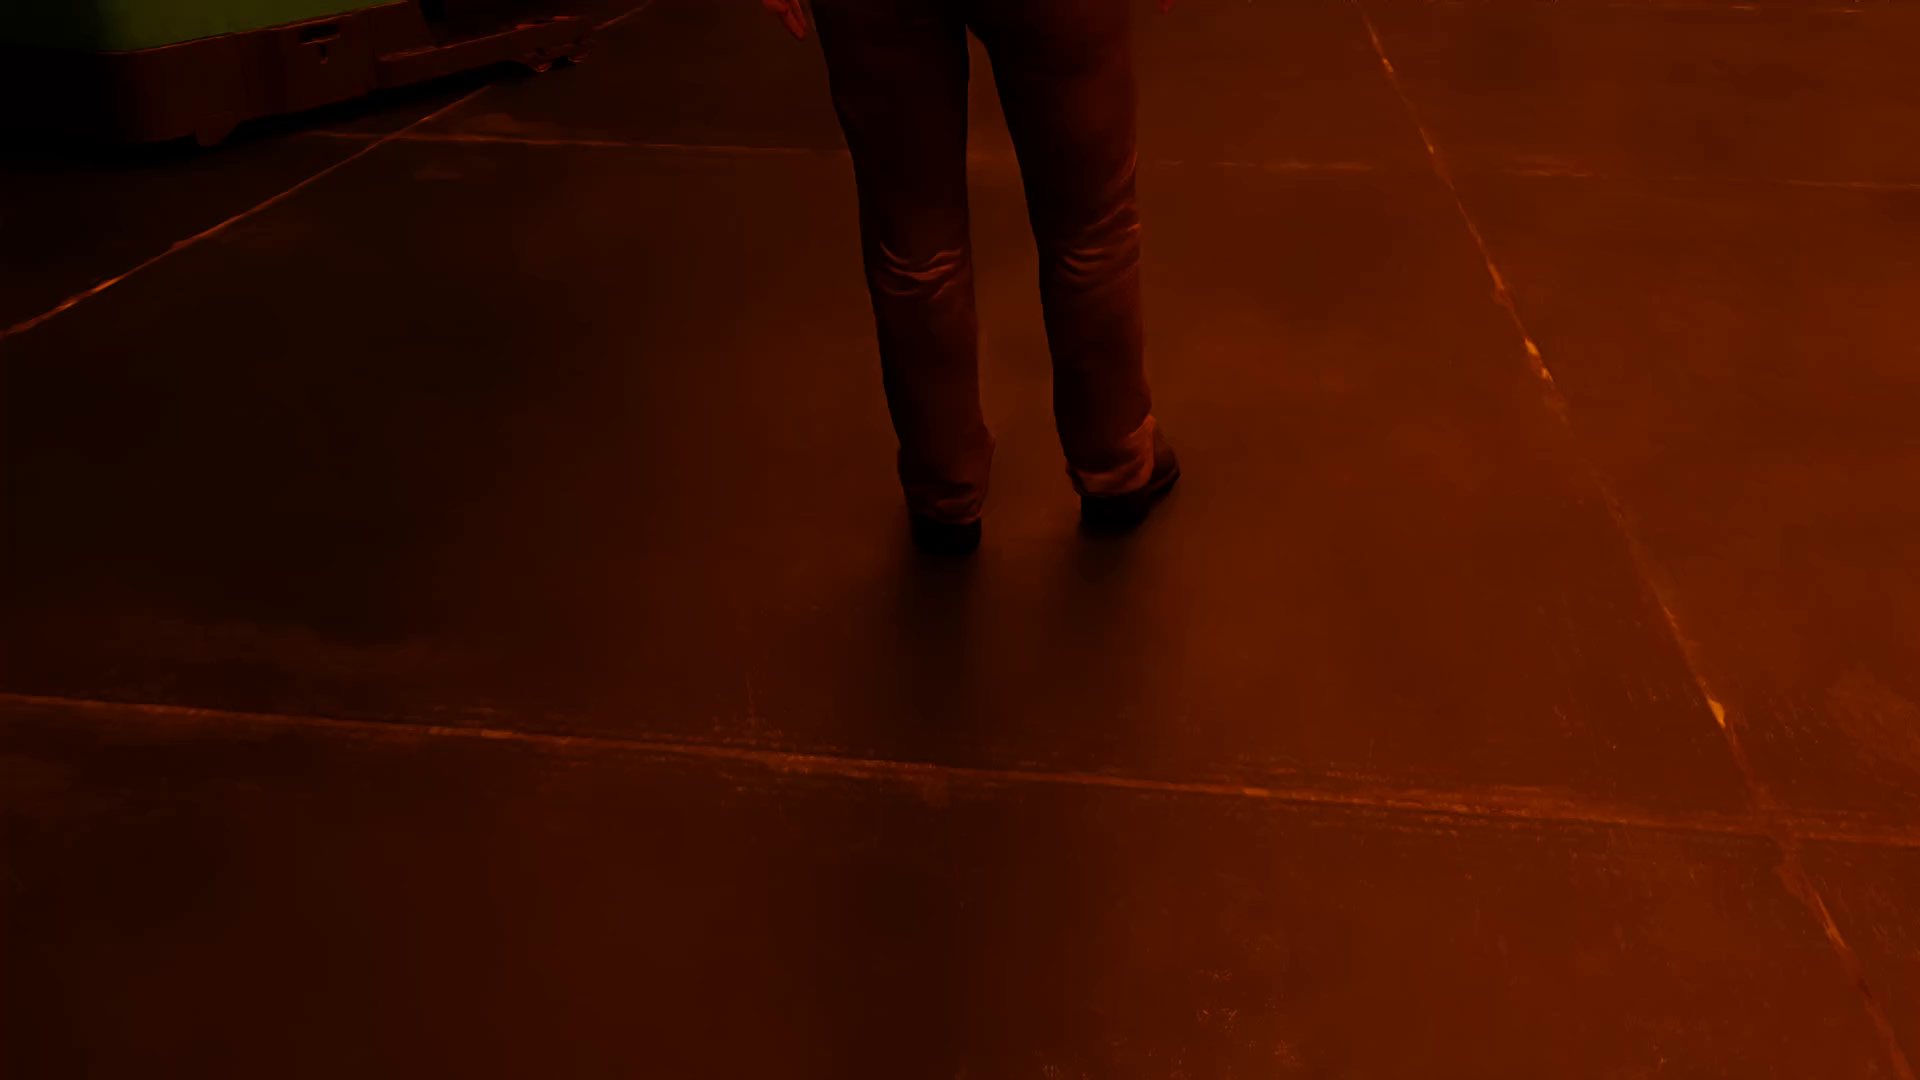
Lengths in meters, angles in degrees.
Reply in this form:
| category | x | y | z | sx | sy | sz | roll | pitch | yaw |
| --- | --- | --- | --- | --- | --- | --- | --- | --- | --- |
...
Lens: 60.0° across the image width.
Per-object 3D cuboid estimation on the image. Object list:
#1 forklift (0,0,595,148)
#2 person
| category | x | y | z | sx | sy | sz | roll | pitch | yaw |
| --- | --- | --- | --- | --- | --- | --- | --- | --- | --- |
| forklift | -1.955 | -3.002 | 5.234 | 1.130 | 2.935 | 3.031 | 13 | 29 | 24 |
| person | 0.016 | -0.804 | 2.167 | 0.632 | 1.720 | 0.567 | 3 | 27 | 7 |
